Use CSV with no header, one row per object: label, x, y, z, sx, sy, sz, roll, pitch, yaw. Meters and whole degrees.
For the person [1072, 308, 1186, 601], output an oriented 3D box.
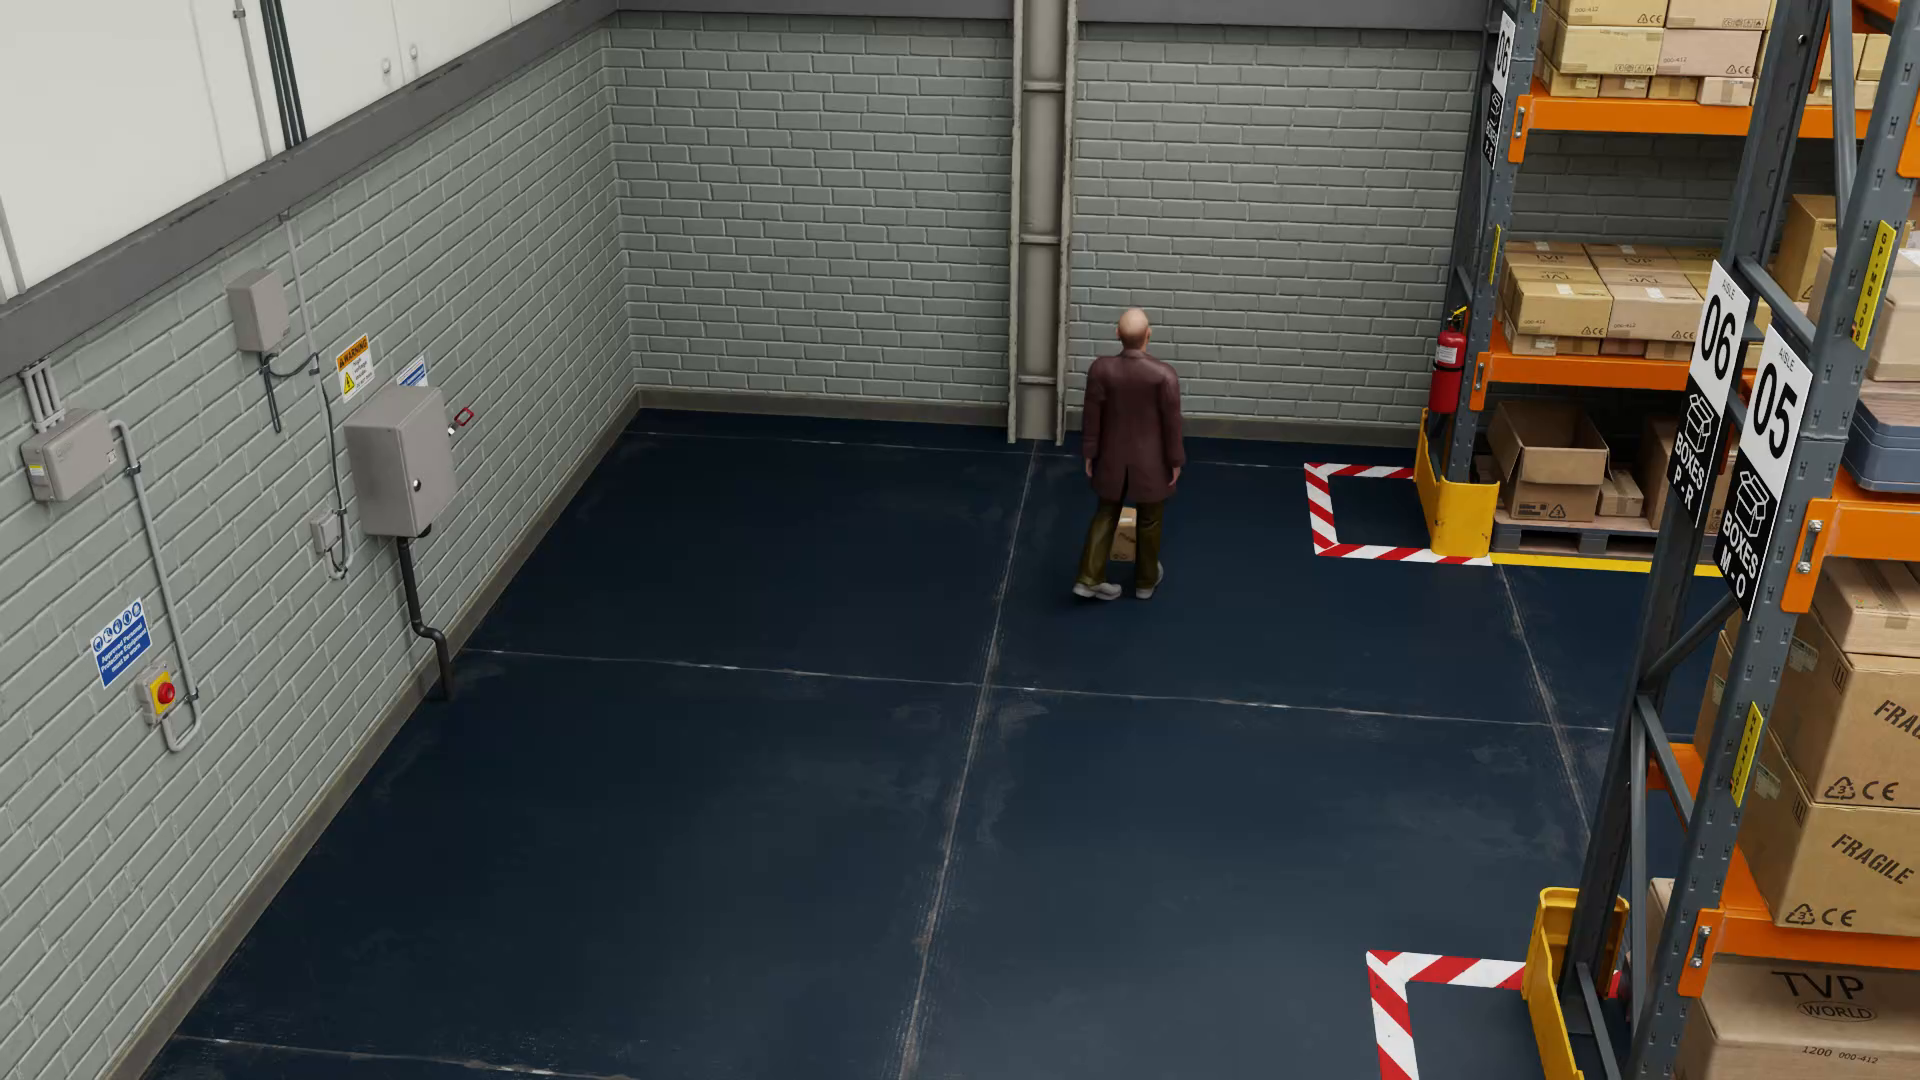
person,0.995,-0.467,9.510,0.608,1.797,0.630,11,30,19
